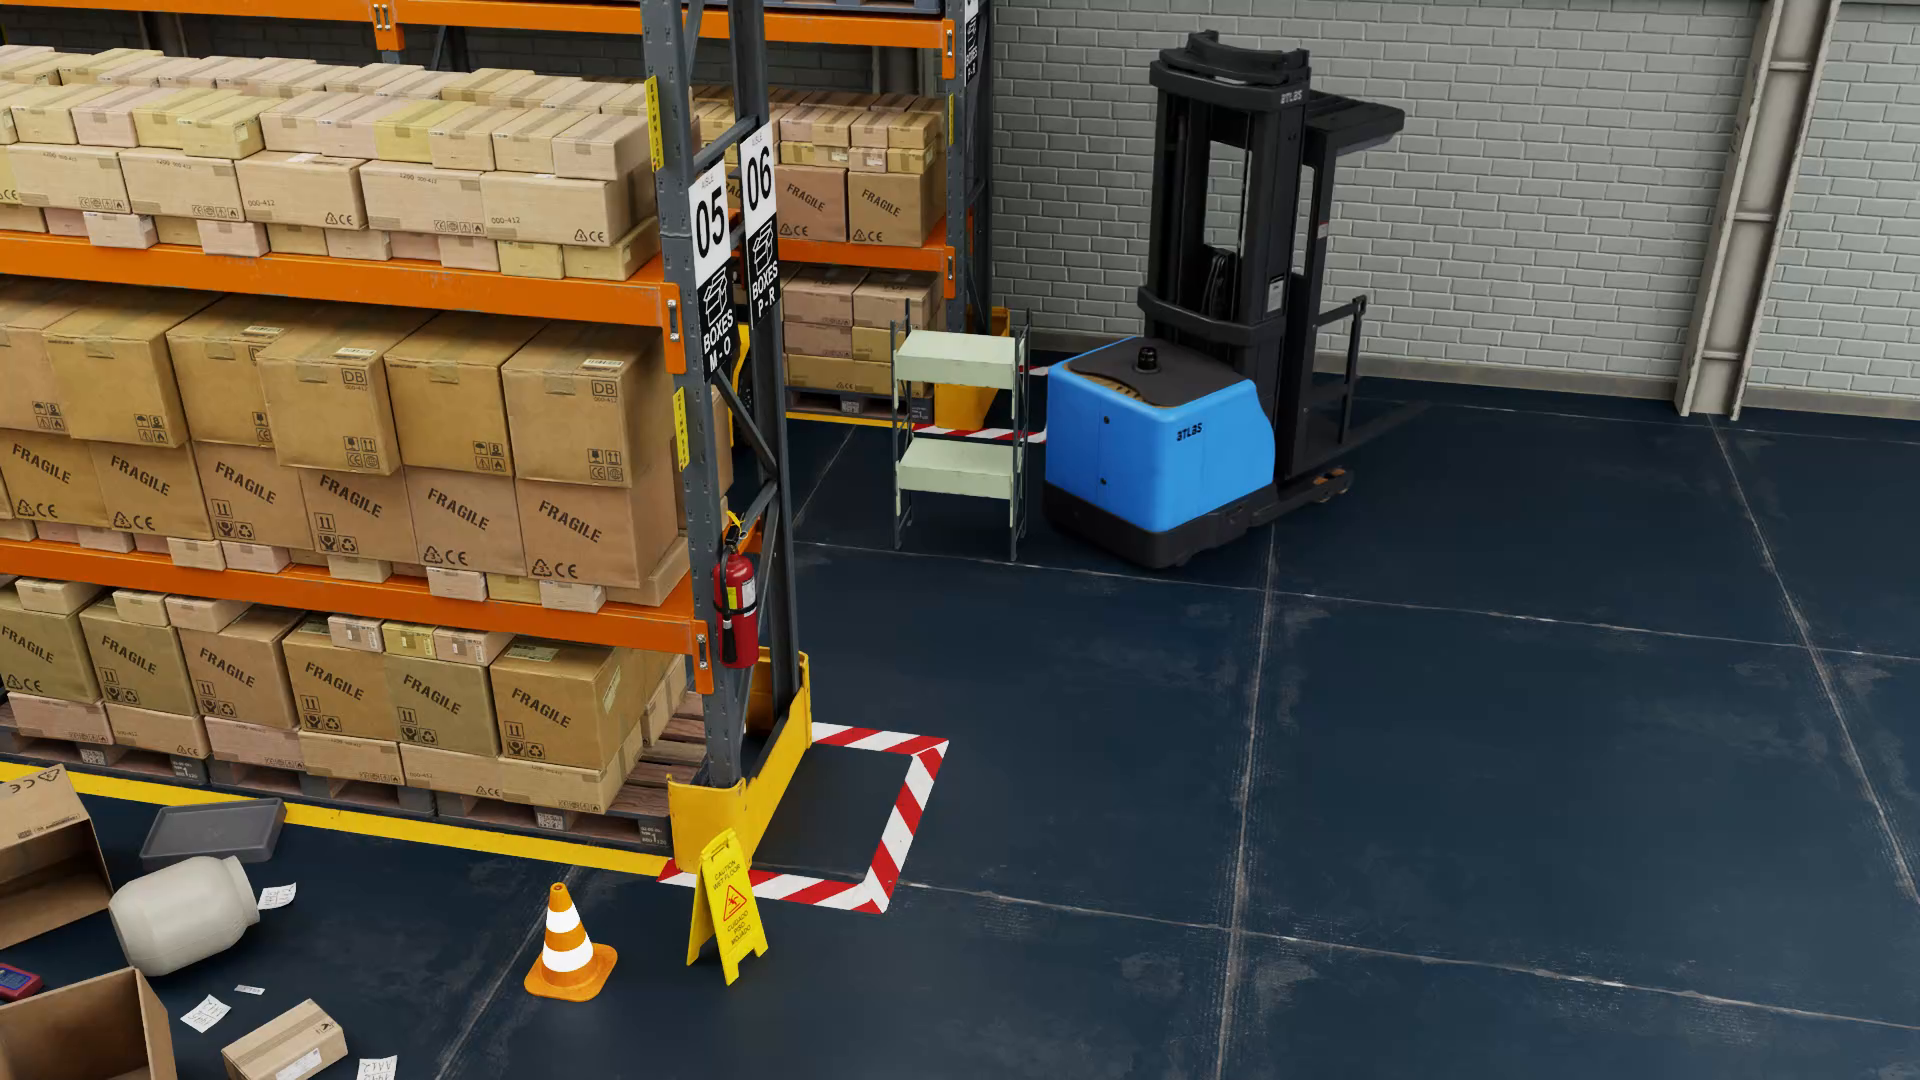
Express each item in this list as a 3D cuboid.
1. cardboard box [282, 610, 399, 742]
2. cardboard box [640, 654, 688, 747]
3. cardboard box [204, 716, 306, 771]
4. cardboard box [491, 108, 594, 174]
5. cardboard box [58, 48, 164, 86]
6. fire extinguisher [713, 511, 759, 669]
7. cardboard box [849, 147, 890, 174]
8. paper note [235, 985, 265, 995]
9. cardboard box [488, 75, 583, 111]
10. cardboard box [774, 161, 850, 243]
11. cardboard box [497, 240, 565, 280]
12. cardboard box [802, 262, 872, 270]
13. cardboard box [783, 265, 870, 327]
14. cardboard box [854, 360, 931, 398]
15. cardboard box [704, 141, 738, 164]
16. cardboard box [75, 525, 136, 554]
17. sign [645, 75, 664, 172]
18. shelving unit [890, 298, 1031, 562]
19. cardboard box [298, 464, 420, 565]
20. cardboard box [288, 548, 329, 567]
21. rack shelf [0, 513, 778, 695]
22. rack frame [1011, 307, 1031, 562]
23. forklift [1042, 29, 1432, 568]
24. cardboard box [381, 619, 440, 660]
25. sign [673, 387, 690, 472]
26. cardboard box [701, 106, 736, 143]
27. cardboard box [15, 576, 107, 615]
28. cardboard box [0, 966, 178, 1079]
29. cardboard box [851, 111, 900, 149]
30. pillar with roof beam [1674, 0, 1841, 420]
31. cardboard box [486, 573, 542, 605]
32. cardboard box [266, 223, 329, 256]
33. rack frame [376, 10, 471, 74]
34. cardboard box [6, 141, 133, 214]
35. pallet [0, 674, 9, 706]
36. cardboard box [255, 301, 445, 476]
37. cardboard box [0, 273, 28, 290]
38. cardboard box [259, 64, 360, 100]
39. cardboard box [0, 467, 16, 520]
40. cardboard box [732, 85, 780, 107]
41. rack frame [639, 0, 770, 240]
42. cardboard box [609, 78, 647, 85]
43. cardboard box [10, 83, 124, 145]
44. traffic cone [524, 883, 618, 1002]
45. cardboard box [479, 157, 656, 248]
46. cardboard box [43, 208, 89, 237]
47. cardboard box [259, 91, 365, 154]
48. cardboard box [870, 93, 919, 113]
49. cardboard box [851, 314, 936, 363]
[{"bbox_3d":[-2.802,0.584,7.867,0.500,0.500,0.500,5,29,9],"label":"cardboard box"},{"bbox_3d":[-1.692,0.764,8.318,0.500,0.250,0.500,6,29,10],"label":"cardboard box"},{"bbox_3d":[-3.308,0.860,8.143,0.500,0.250,0.500,5,29,10],"label":"cardboard box"},{"bbox_3d":[-1.598,-1.541,6.411,0.250,0.149,0.380,6,29,11],"label":"cardboard box"},{"bbox_3d":[-3.730,-2.051,7.343,0.250,0.149,0.380,7,29,12],"label":"cardboard box"},{"bbox_3d":[-0.945,0.215,6.976,0.183,0.674,0.296,6,29,11],"label":"fire extinguisher"},{"bbox_3d":[-0.582,-2.621,11.297,0.250,0.149,0.380,6,29,11],"label":"cardboard box"},{"bbox_3d":[-2.974,1.883,6.962,0.123,0.001,0.032,6,29,11],"label":"paper note"},{"bbox_3d":[-1.747,-1.805,6.893,0.250,0.149,0.380,6,29,11],"label":"cardboard box"},{"bbox_3d":[-0.970,-2.404,11.576,0.500,0.500,0.500,7,29,12],"label":"cardboard box"},{"bbox_3d":[-1.618,-1.166,6.557,0.250,0.149,0.380,6,29,11],"label":"cardboard box"},{"bbox_3d":[-0.848,-1.980,12.290,0.500,0.250,0.500,6,29,11],"label":"cardboard box"},{"bbox_3d":[-0.944,-1.743,11.857,0.500,0.250,0.500,6,29,11],"label":"cardboard box"},{"bbox_3d":[-0.454,-1.255,12.007,0.500,0.250,0.500,6,29,11],"label":"cardboard box"},{"bbox_3d":[-1.585,-2.727,11.490,0.250,0.149,0.380,6,29,11],"label":"cardboard box"},{"bbox_3d":[-3.873,-0.101,7.734,0.250,0.149,0.380,7,29,12],"label":"cardboard box"},{"bbox_3d":[-1.097,-1.492,5.968,0.005,0.325,0.100,6,29,11],"label":"sign"},{"bbox_3d":[0.007,-0.657,10.051,0.755,1.500,0.431,6,29,11],"label":"shelving unit"},{"bbox_3d":[-2.527,-0.250,7.332,0.500,0.500,0.500,6,29,10],"label":"cardboard box"},{"bbox_3d":[-2.862,-0.036,7.616,0.250,0.149,0.380,6,29,11],"label":"cardboard box"},{"bbox_3d":[-2.917,0.068,7.913,4.000,0.370,1.077,6,29,11],"label":"rack shelf"},{"bbox_3d":[0.364,-0.620,9.984,0.023,1.500,0.400,6,29,11],"label":"rack frame"},{"bbox_3d":[1.963,-1.698,10.461,3.031,2.935,1.130,-23,36,-35],"label":"forklift"},{"bbox_3d":[-2.417,0.372,7.579,0.250,0.149,0.380,6,29,11],"label":"cardboard box"},{"bbox_3d":[-1.097,-0.435,6.547,0.005,0.325,0.100,6,29,11],"label":"sign"},{"bbox_3d":[-1.592,-2.855,11.414,0.250,0.149,0.380,6,29,12],"label":"cardboard box"},{"bbox_3d":[-4.243,0.187,7.916,0.250,0.149,0.380,6,29,11],"label":"cardboard box"},{"bbox_3d":[-3.207,2.061,6.123,0.637,0.503,0.797,-14,32,-24],"label":"cardboard box"},{"bbox_3d":[-0.570,-2.784,11.284,0.250,0.149,0.380,6,29,11],"label":"cardboard box"},{"bbox_3d":[4.548,-2.879,6.300,0.400,9.000,9.100,6,29,11],"label":"pillar with roof beam"},{"bbox_3d":[-1.889,0.117,7.336,0.250,0.149,0.380,5,29,10],"label":"cardboard box"},{"bbox_3d":[-2.615,-1.298,6.798,0.250,0.149,0.380,5,29,9],"label":"cardboard box"},{"bbox_3d":[-3.840,-2.779,12.365,0.127,3.000,1.000,6,29,11],"label":"rack frame"},{"bbox_3d":[-3.506,-1.552,6.846,0.500,0.250,0.500,6,29,11],"label":"cardboard box"},{"bbox_3d":[-5.635,0.698,8.917,1.213,0.211,1.003,6,29,11],"label":"pallet"},{"bbox_3d":[-2.520,-0.665,7.049,0.500,0.500,0.700,6,29,10],"label":"cardboard box"},{"bbox_3d":[-4.488,-0.915,7.504,0.500,0.500,0.700,6,29,10],"label":"cardboard box"},{"bbox_3d":[-2.748,-1.901,7.068,0.250,0.149,0.380,6,29,12],"label":"cardboard box"},{"bbox_3d":[-4.501,-0.447,7.691,0.500,0.500,0.500,6,29,10],"label":"cardboard box"},{"bbox_3d":[-1.460,-3.152,11.957,0.250,0.149,0.380,5,29,9],"label":"cardboard box"},{"bbox_3d":[-0.961,-2.678,5.933,0.127,3.000,1.000,6,29,11],"label":"rack frame"},{"bbox_3d":[-2.459,-3.252,12.139,0.250,0.149,0.380,5,29,10],"label":"cardboard box"},{"bbox_3d":[-3.612,-1.735,6.765,0.250,0.149,0.380,5,29,9],"label":"cardboard box"},{"bbox_3d":[-1.651,1.629,6.955,0.334,0.463,0.336,6,29,11],"label":"traffic cone"},{"bbox_3d":[-1.518,-1.352,6.481,0.500,0.250,0.500,5,29,10],"label":"cardboard box"},{"bbox_3d":[-3.614,-1.406,6.994,0.250,0.149,0.380,5,29,9],"label":"cardboard box"},{"bbox_3d":[-2.576,-1.674,6.654,0.250,0.149,0.380,5,29,9],"label":"cardboard box"},{"bbox_3d":[-0.459,-3.027,11.728,0.250,0.149,0.380,7,29,12],"label":"cardboard box"},{"bbox_3d":[-0.469,-1.478,11.893,0.500,0.250,0.500,5,29,10],"label":"cardboard box"}]
